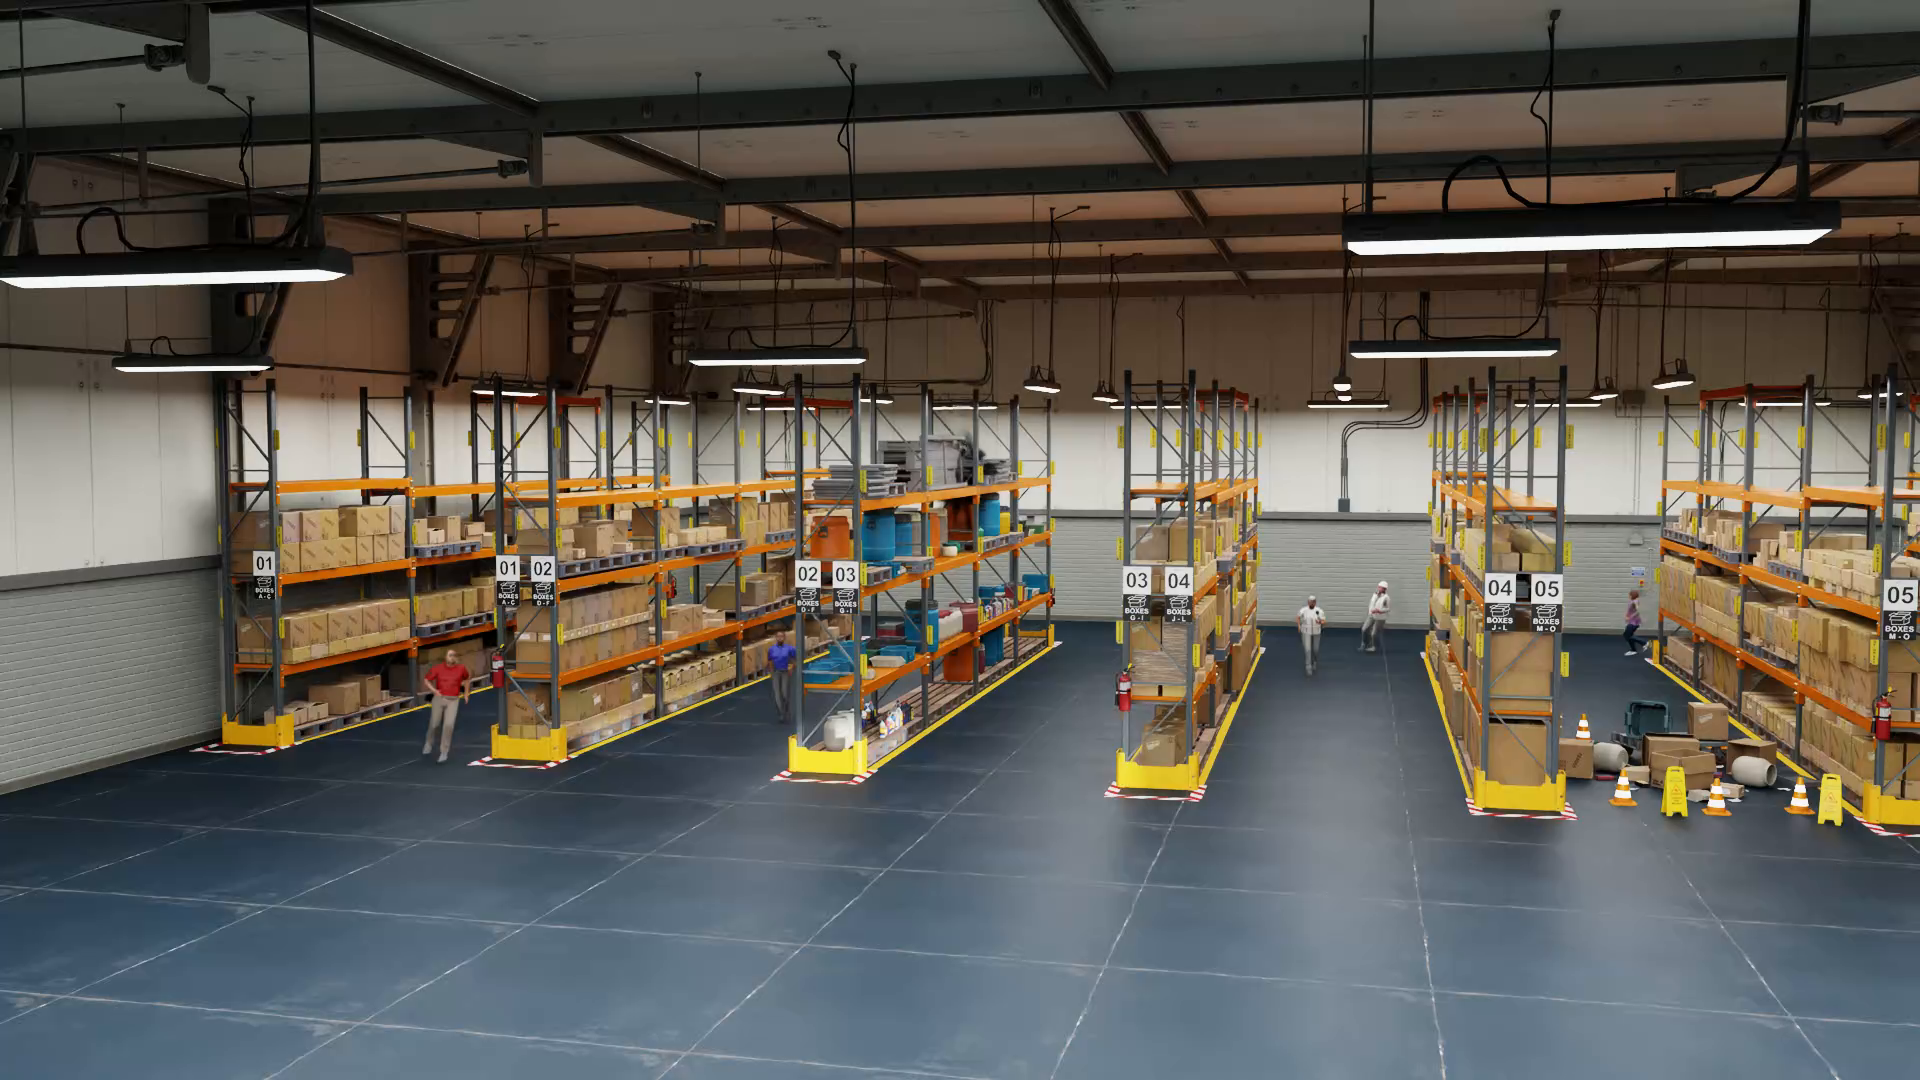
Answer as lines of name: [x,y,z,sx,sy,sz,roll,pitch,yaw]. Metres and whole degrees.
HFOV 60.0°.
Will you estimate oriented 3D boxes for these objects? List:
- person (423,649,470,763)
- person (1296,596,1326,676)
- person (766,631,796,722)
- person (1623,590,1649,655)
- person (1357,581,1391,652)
person: [-8.073,2.574,26.173,0.737,1.716,0.965,-1,4,-21]
person: [7.517,2.018,35.566,0.602,1.661,0.940,0,3,4]
person: [-3.177,2.419,29.401,0.538,1.618,0.572,0,3,5]
person: [15.701,1.929,38.622,0.595,1.552,0.573,1,4,23]
person: [9.752,1.814,39.067,0.671,1.697,0.835,-3,5,-43]
